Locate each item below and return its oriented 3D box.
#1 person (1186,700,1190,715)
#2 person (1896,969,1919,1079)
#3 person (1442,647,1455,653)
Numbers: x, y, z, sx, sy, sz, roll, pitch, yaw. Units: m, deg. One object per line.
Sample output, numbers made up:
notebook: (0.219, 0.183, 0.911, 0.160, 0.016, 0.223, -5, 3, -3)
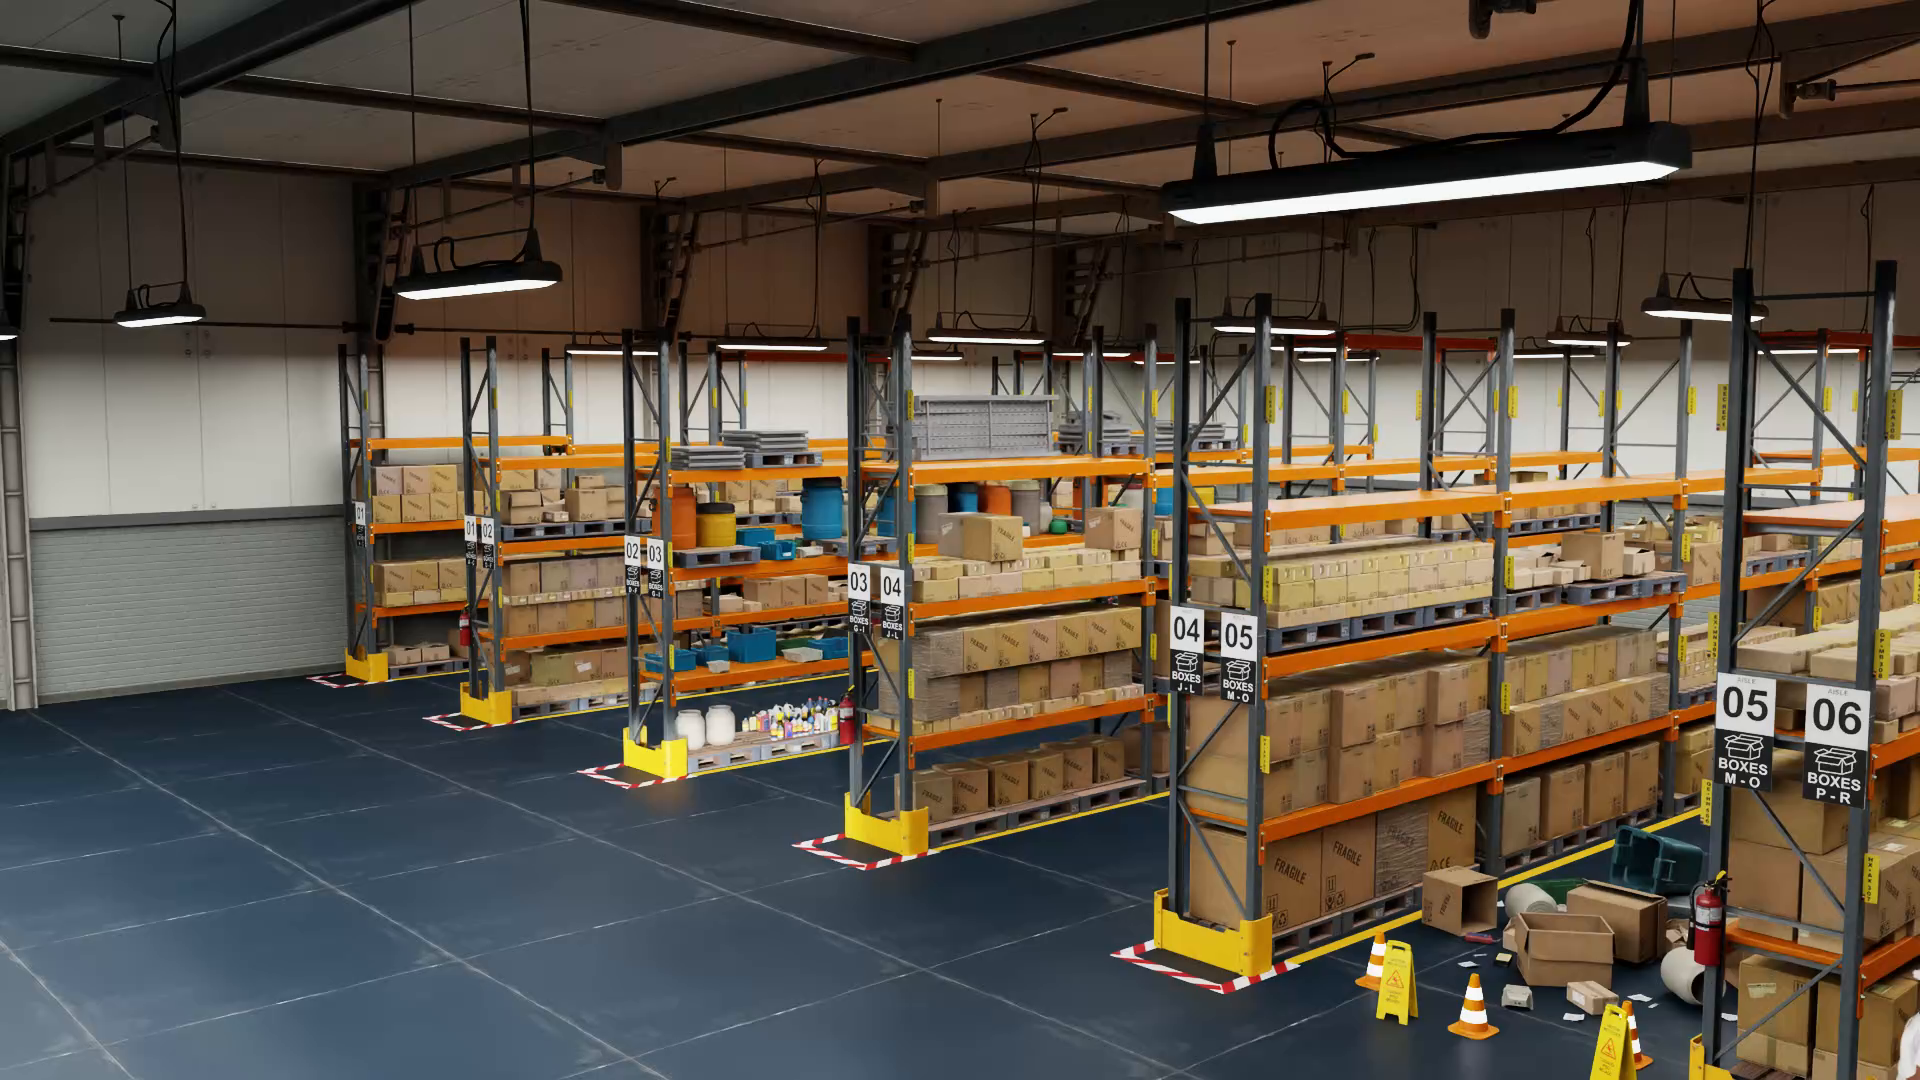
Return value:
person: (3.461, 2.132, 24.924, 1.014, 1.607, 0.581, -4, 6, -37)
person: (5.780, 3.387, 10.127, 0.623, 1.753, 0.640, 2, 6, 23)
person: (6.711, 2.289, 22.919, 0.974, 1.640, 0.419, -5, 7, -43)
